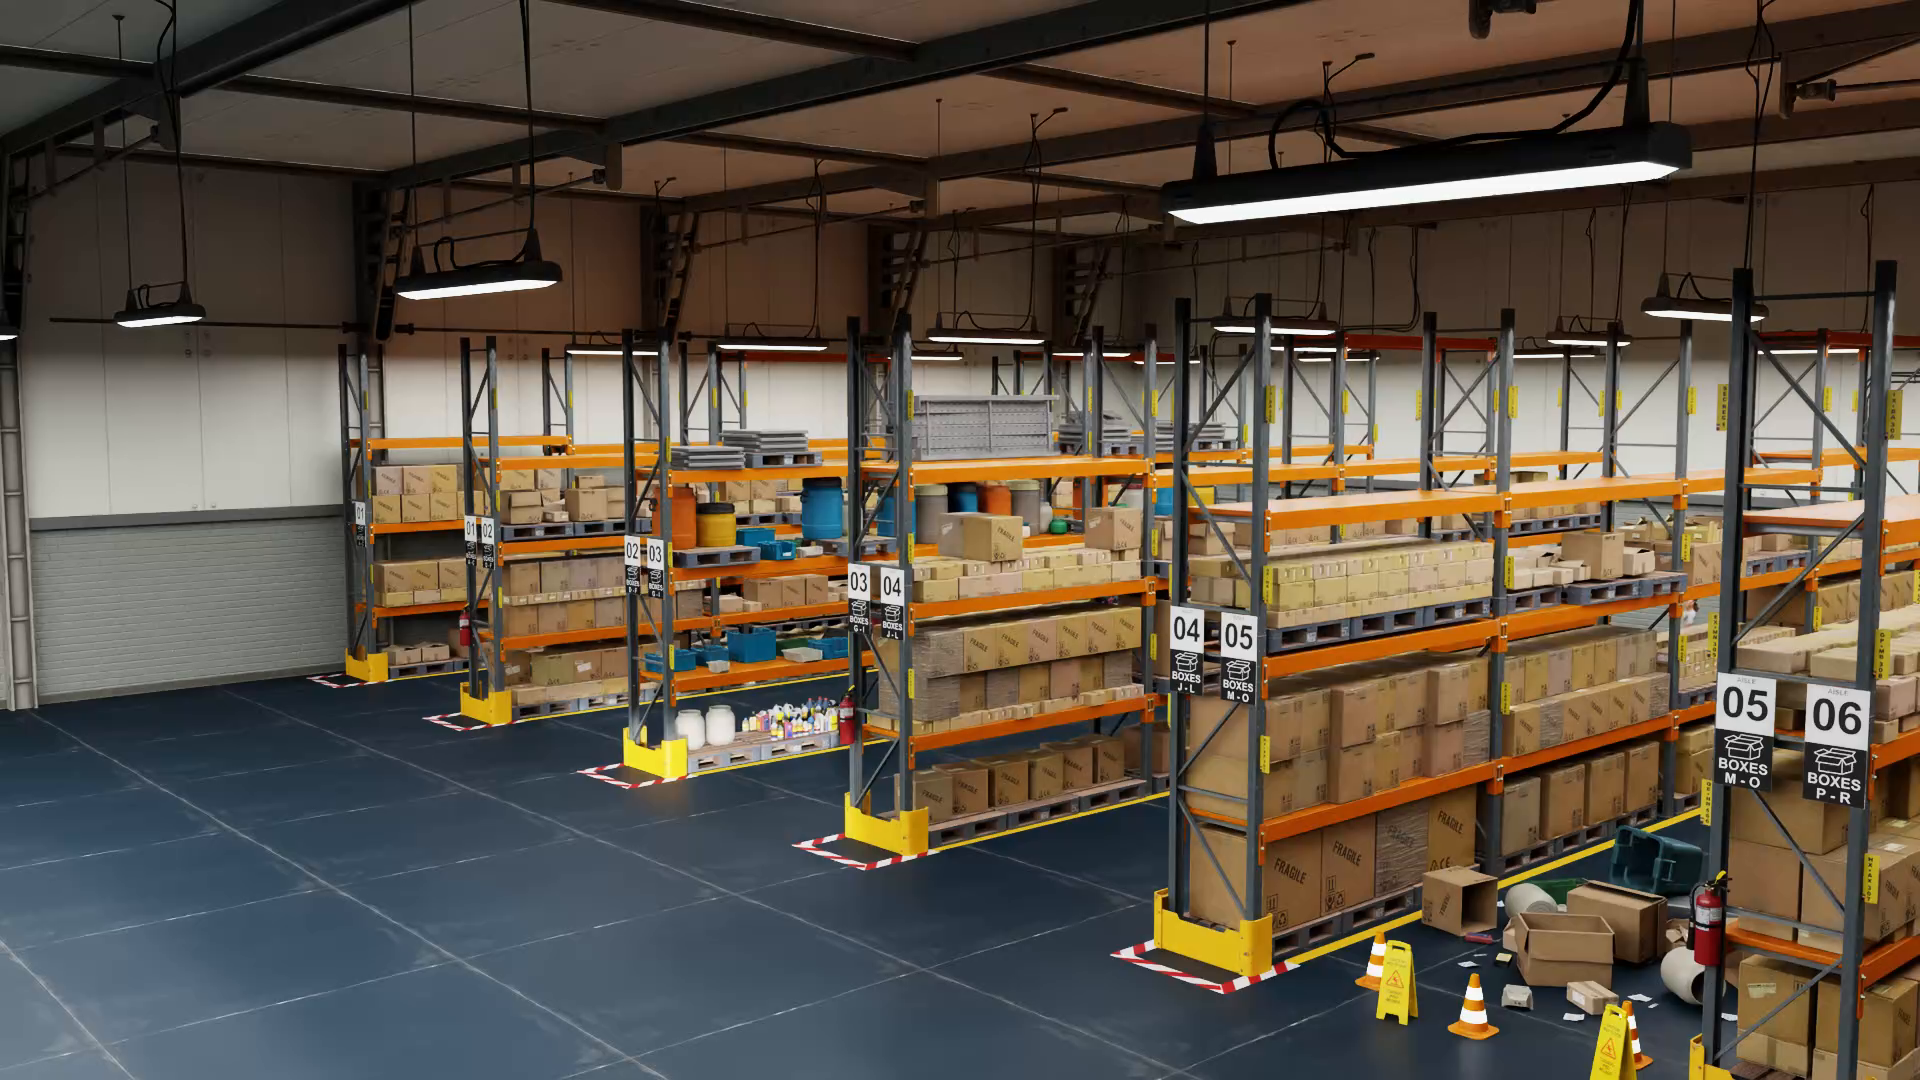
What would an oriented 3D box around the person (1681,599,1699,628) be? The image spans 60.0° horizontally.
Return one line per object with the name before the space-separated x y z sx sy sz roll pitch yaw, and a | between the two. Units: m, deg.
person | 12.478 1.769 28.747 0.508 1.697 0.512 2 5 21
